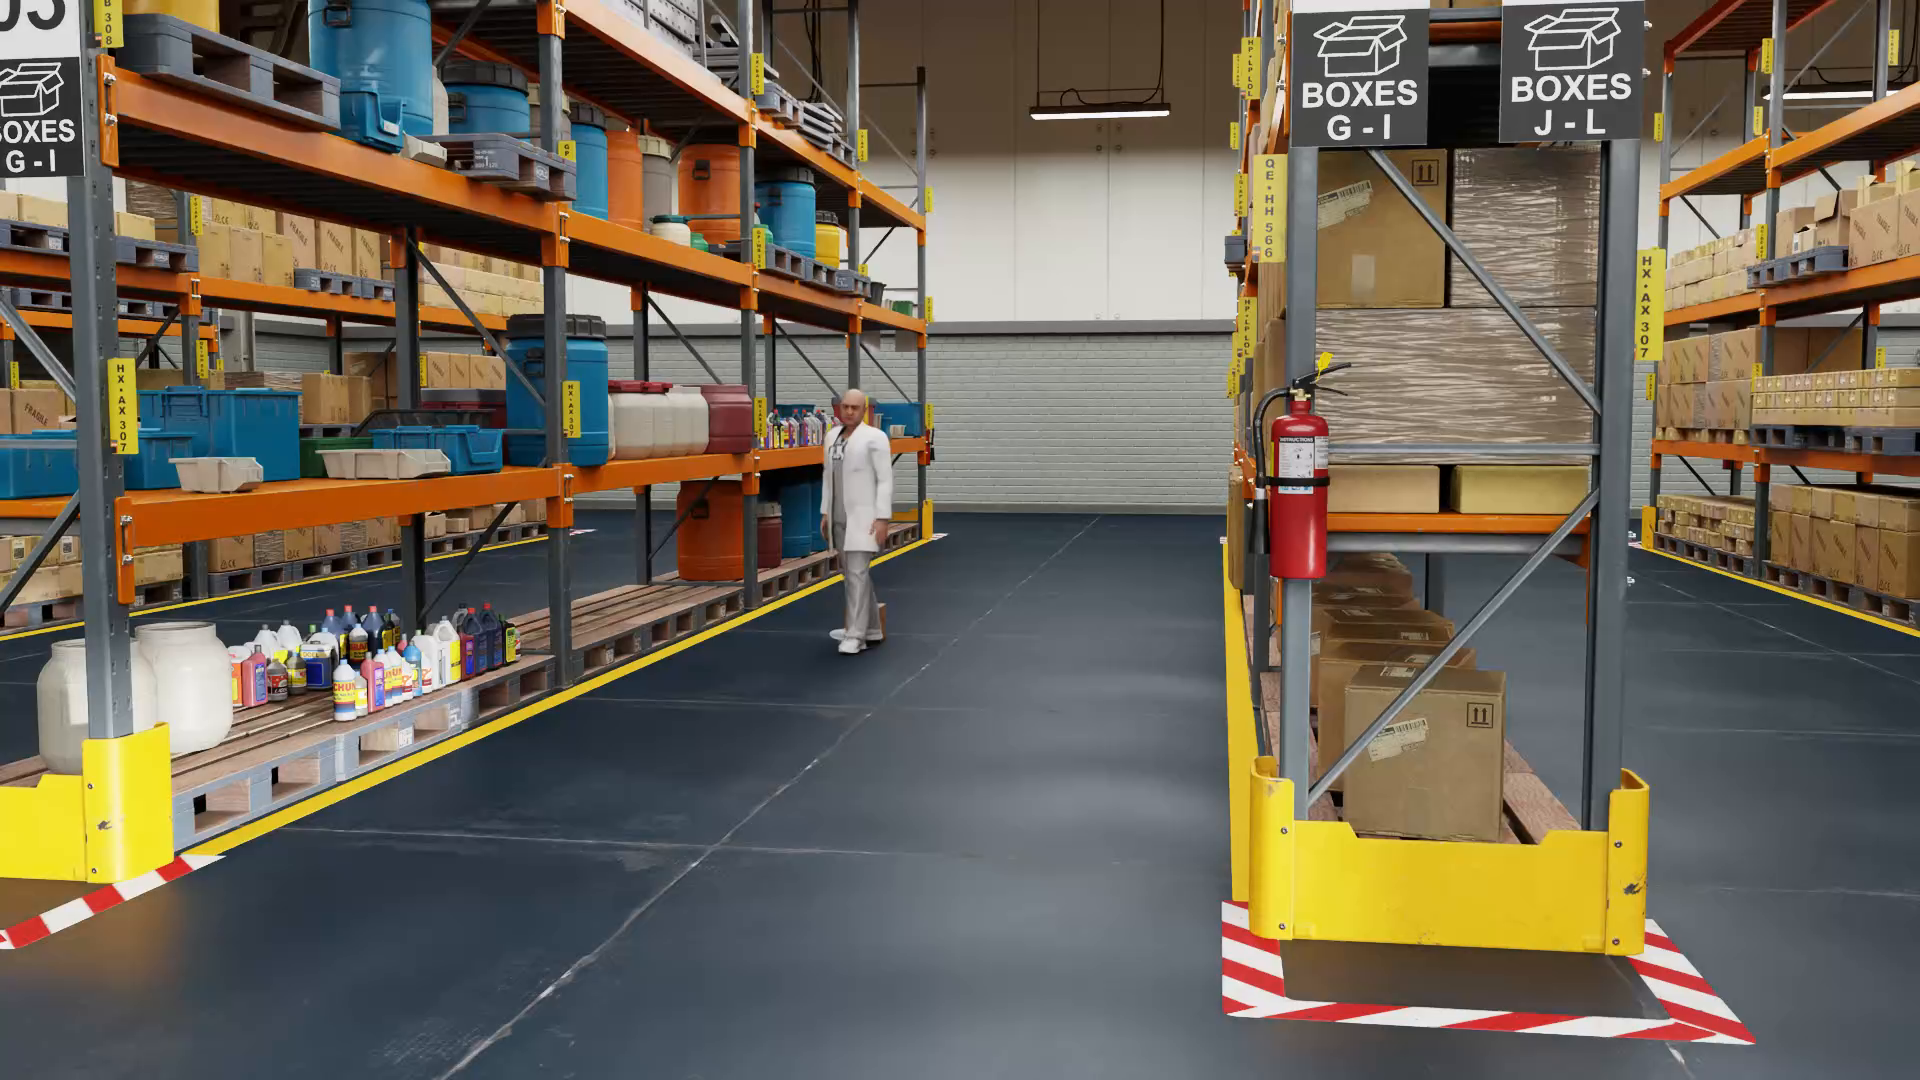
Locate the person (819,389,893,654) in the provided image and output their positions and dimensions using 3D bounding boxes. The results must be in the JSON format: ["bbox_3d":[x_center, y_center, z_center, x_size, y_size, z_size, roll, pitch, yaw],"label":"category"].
[{"bbox_3d":[-0.720,-0.140,11.378,0.597,1.778,0.623,4,6,42],"label":"person"}]
